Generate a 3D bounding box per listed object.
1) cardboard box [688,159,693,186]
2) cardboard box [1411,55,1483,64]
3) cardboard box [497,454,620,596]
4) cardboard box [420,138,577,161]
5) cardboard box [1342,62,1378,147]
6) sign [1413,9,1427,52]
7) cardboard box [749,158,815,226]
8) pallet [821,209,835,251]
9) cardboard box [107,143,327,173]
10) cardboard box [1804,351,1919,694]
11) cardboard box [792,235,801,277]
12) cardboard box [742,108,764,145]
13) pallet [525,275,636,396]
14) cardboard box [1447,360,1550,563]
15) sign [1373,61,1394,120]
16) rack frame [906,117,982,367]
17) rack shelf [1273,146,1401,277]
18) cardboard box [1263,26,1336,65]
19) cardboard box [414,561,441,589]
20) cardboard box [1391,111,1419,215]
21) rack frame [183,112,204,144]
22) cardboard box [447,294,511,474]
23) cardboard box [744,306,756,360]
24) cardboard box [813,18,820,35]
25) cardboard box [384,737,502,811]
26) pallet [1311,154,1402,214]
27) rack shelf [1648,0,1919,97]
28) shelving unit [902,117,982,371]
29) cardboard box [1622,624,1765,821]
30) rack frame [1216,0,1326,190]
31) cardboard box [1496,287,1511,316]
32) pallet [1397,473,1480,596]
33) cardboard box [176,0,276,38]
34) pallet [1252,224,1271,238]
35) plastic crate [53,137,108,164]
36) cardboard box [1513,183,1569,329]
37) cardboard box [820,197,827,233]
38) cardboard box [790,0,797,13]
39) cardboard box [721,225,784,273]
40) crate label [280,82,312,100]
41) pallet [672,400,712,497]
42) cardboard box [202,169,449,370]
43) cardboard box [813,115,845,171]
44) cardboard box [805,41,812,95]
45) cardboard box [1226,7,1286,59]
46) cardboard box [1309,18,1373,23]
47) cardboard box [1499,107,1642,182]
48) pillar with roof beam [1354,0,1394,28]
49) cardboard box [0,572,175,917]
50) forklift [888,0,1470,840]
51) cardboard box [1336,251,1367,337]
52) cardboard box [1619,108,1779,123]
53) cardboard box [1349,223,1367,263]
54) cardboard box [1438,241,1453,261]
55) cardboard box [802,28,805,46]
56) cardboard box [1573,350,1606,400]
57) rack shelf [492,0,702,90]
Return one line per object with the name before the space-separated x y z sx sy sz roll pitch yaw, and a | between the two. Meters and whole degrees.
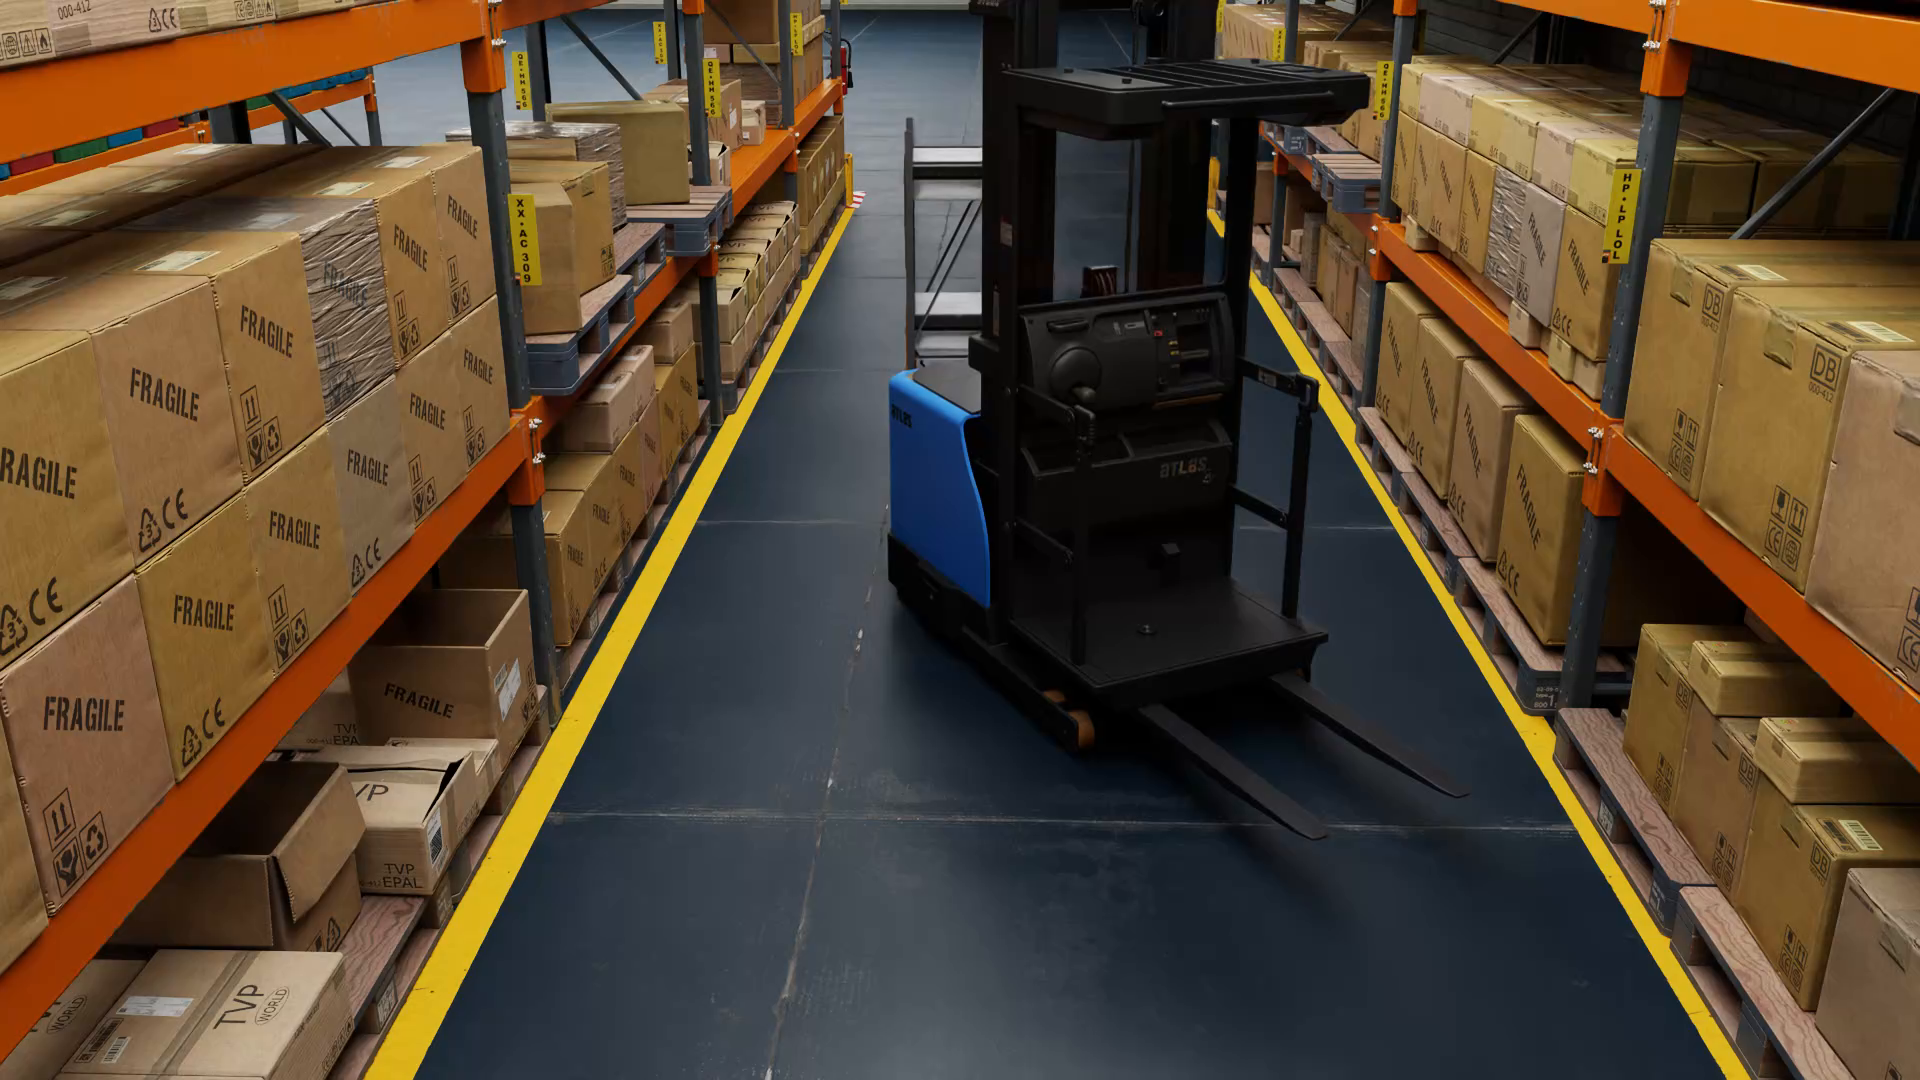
cardboard box | -1.927 -2.208 10.197 0.500 0.311 0.500 2 21 5
cardboard box | 2.945 -2.861 10.113 0.380 0.149 0.250 -3 21 -7
cardboard box | -1.840 -0.077 7.429 0.500 0.500 0.500 1 21 2
cardboard box | -2.111 -1.554 7.669 0.700 0.500 0.500 -5 22 -12
cardboard box | 2.990 -2.938 11.208 0.700 0.500 0.500 1 21 2
sign | 3.646 -4.047 13.211 0.100 0.325 0.005 1 21 2
cardboard box | -1.533 -2.993 14.279 0.500 0.500 0.500 1 21 2
pallet | -1.760 -2.994 15.954 1.003 0.211 1.213 1 21 2
cardboard box | -2.399 -1.018 5.485 0.500 0.500 0.500 1 21 3
cardboard box | 2.775 -0.036 4.061 0.980 0.700 0.700 0 21 -1
cardboard box | -1.583 -2.326 13.597 0.500 0.250 0.500 0 21 1
cardboard box | -1.703 -3.182 12.770 0.396 0.266 0.258 0 21 0
pallet | -1.970 -0.871 6.892 1.003 0.211 1.213 1 21 2
cardboard box | 2.762 -0.371 7.729 0.750 0.750 0.750 1 21 3
sign | 2.427 -2.571 9.517 0.100 0.325 0.005 1 21 2
rack frame | -0.057 -1.030 8.280 0.400 2.100 0.015 0 21 -1
rack shelf | 3.031 -2.453 11.700 1.077 0.370 4.000 1 21 2
cardboard box | 2.797 -3.975 13.770 0.500 0.500 0.500 1 21 1
cardboard box | -2.375 0.106 6.956 0.500 0.500 0.500 1 21 1
cardboard box | 2.699 -2.087 9.185 0.500 0.500 0.500 1 21 3
rack frame | -6.811 -3.621 13.714 1.000 3.000 0.127 1 21 2
cardboard box | -1.862 -0.536 5.624 0.500 0.500 0.500 1 21 3
cardboard box | -1.658 -1.401 11.212 0.500 0.250 0.500 0 21 0
cardboard box | -1.574 -5.033 16.319 0.380 0.149 0.250 0 21 1
cardboard box | -1.789 0.797 5.661 0.380 0.149 0.250 1 21 2
pallet | 2.885 -2.235 10.408 1.213 0.211 1.003 1 21 2
rack shelf | 2.787 -0.959 3.702 1.077 0.370 4.000 1 21 2
shelving unit | -0.052 -0.942 8.053 0.431 2.100 0.503 0 21 -1
cardboard box | 2.723 0.619 5.661 0.700 0.500 0.500 1 21 2
rack frame | 3.213 -4.958 17.161 1.000 3.000 0.127 1 21 2
cardboard box | 2.658 -1.096 7.526 0.380 0.149 0.250 0 21 0
pallet | 2.831 -0.041 8.344 1.003 0.211 1.213 1 21 2
cardboard box | -1.905 -1.280 3.742 0.500 0.250 0.500 1 21 2
pallet | 3.111 -2.897 15.704 1.003 0.211 1.213 1 21 2
plastic crate | -6.582 -2.889 12.122 0.450 0.188 0.662 1 21 2
cardboard box | 2.616 -1.168 6.816 0.500 0.500 0.500 1 21 2
cardboard box | -1.502 -3.005 15.347 0.500 0.250 0.500 1 21 2
cardboard box | -1.823 -4.741 14.669 0.700 0.500 0.500 1 21 2
cardboard box | -1.613 -2.222 12.555 0.500 0.311 0.500 1 21 1
crate label | -6.475 -4.415 15.712 0.502 0.435 0.616 1 21 2
pallet | -2.042 -0.549 9.653 1.003 0.211 1.213 1 21 2
cardboard box | -1.873 -0.814 4.960 0.500 0.500 0.500 0 21 1
cardboard box | -1.457 -4.078 17.075 0.500 0.500 0.500 1 21 2
cardboard box | -1.797 -4.520 15.893 0.700 0.500 0.500 1 21 2
cardboard box | 2.873 -4.899 16.152 0.500 0.500 0.500 1 21 2
cardboard box | 3.355 -4.336 14.699 0.500 0.500 0.500 1 21 3
cardboard box | 2.647 -1.704 7.161 0.500 0.250 0.500 1 21 3
pillar with roof beam | -0.247 -7.540 15.521 9.100 9.000 0.400 1 21 2
cardboard box | -1.938 0.383 3.257 0.500 0.500 0.500 0 21 1
forklift | 0.771 -0.729 6.356 1.130 2.935 3.031 -10 23 -25
cardboard box | 3.058 -1.731 11.691 0.700 0.500 0.500 1 21 1
cardboard box | 3.142 -1.698 7.144 0.500 0.250 0.500 0 21 0
cardboard box | 3.030 -2.107 11.624 0.500 0.250 0.500 1 21 1
cardboard box | 2.735 -1.563 8.730 0.380 0.149 0.250 0 21 1
cardboard box | -1.615 -4.569 15.123 0.380 0.149 0.250 0 21 1
cardboard box | 2.575 -0.637 6.343 0.380 0.149 0.250 1 21 2
rack shelf | -2.043 -2.459 7.567 1.077 0.370 4.000 1 21 2
